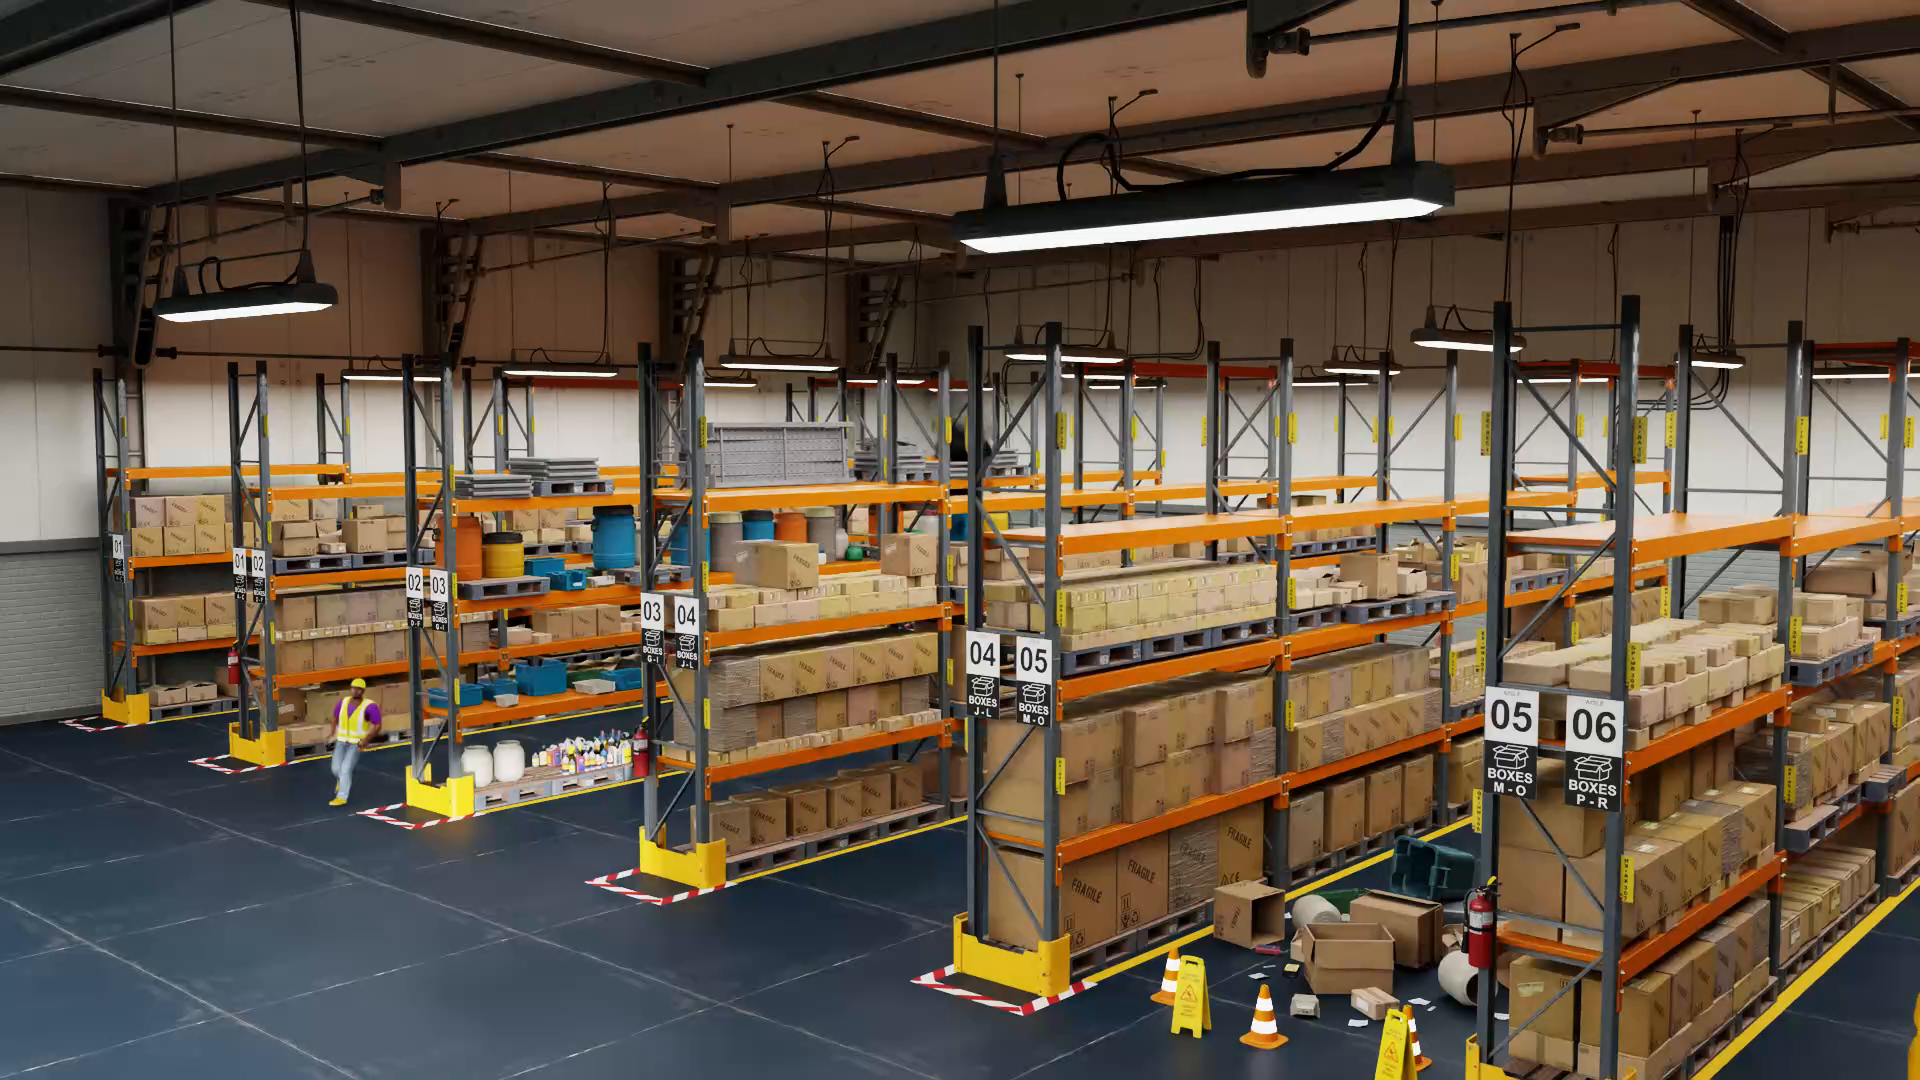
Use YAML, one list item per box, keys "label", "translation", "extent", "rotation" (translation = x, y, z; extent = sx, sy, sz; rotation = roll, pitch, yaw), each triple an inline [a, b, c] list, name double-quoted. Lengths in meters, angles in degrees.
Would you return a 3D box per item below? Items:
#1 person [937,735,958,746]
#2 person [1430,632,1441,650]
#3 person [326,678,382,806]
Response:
- label: "person"
  translation: [-0.199, 2.603, 24.256]
  extent: [0.512, 1.554, 0.530]
  rotation: [4, 6, 41]
- label: "person"
  translation: [7.483, 2.351, 26.005]
  extent: [0.699, 1.829, 0.945]
  rotation: [4, 6, 43]
- label: "person"
  translation: [-8.103, 2.688, 22.205]
  extent: [0.745, 1.692, 0.543]
  rotation: [0, 4, 5]
